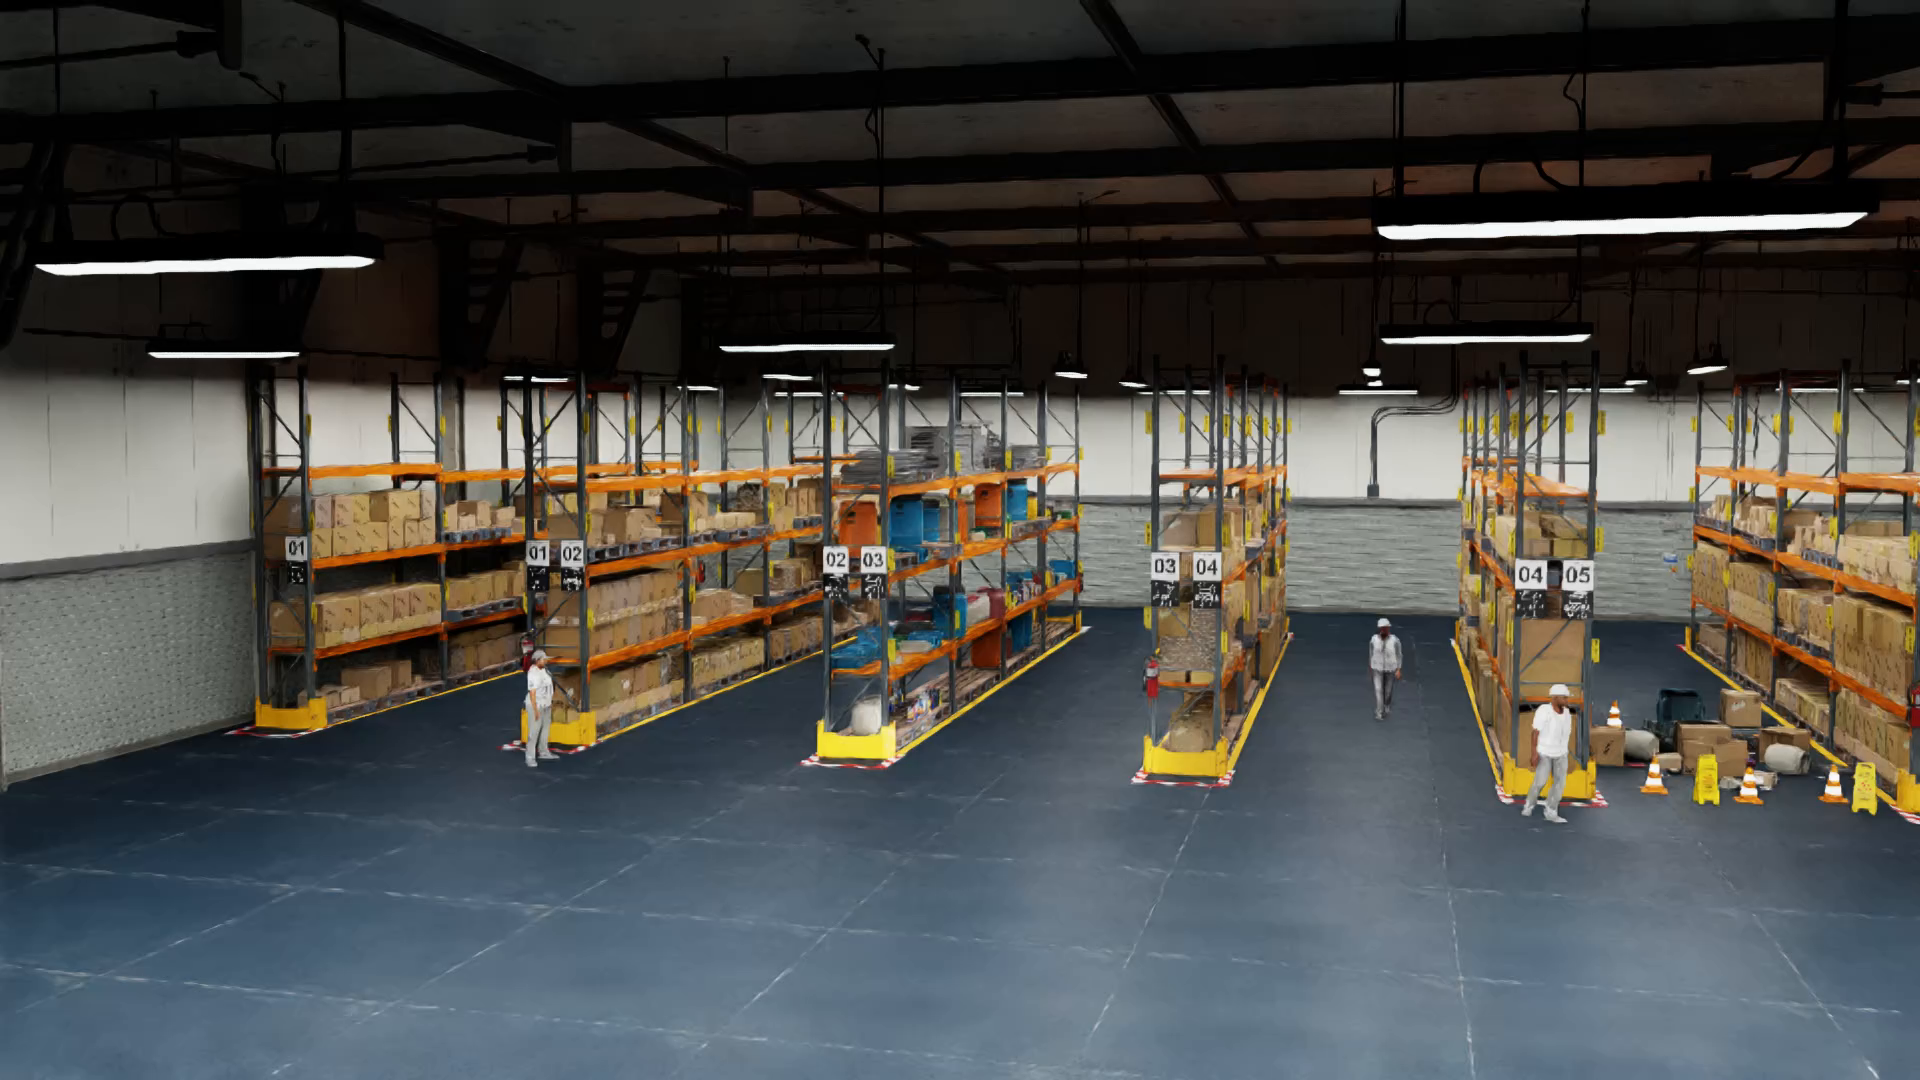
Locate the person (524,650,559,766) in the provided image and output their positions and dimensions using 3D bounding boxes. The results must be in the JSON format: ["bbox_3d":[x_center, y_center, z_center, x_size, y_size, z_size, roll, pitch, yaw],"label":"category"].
[{"bbox_3d":[-6.221,2.461,24.583,0.393,1.674,0.635,1,4,8],"label":"person"}]

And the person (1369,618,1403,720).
[{"bbox_3d":[7.271,2.183,28.415,0.555,1.725,1.029,1,4,13],"label":"person"}]

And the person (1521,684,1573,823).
[{"bbox_3d":[7.445,2.679,21.062,0.606,1.753,0.574,-2,4,-21],"label":"person"}]
